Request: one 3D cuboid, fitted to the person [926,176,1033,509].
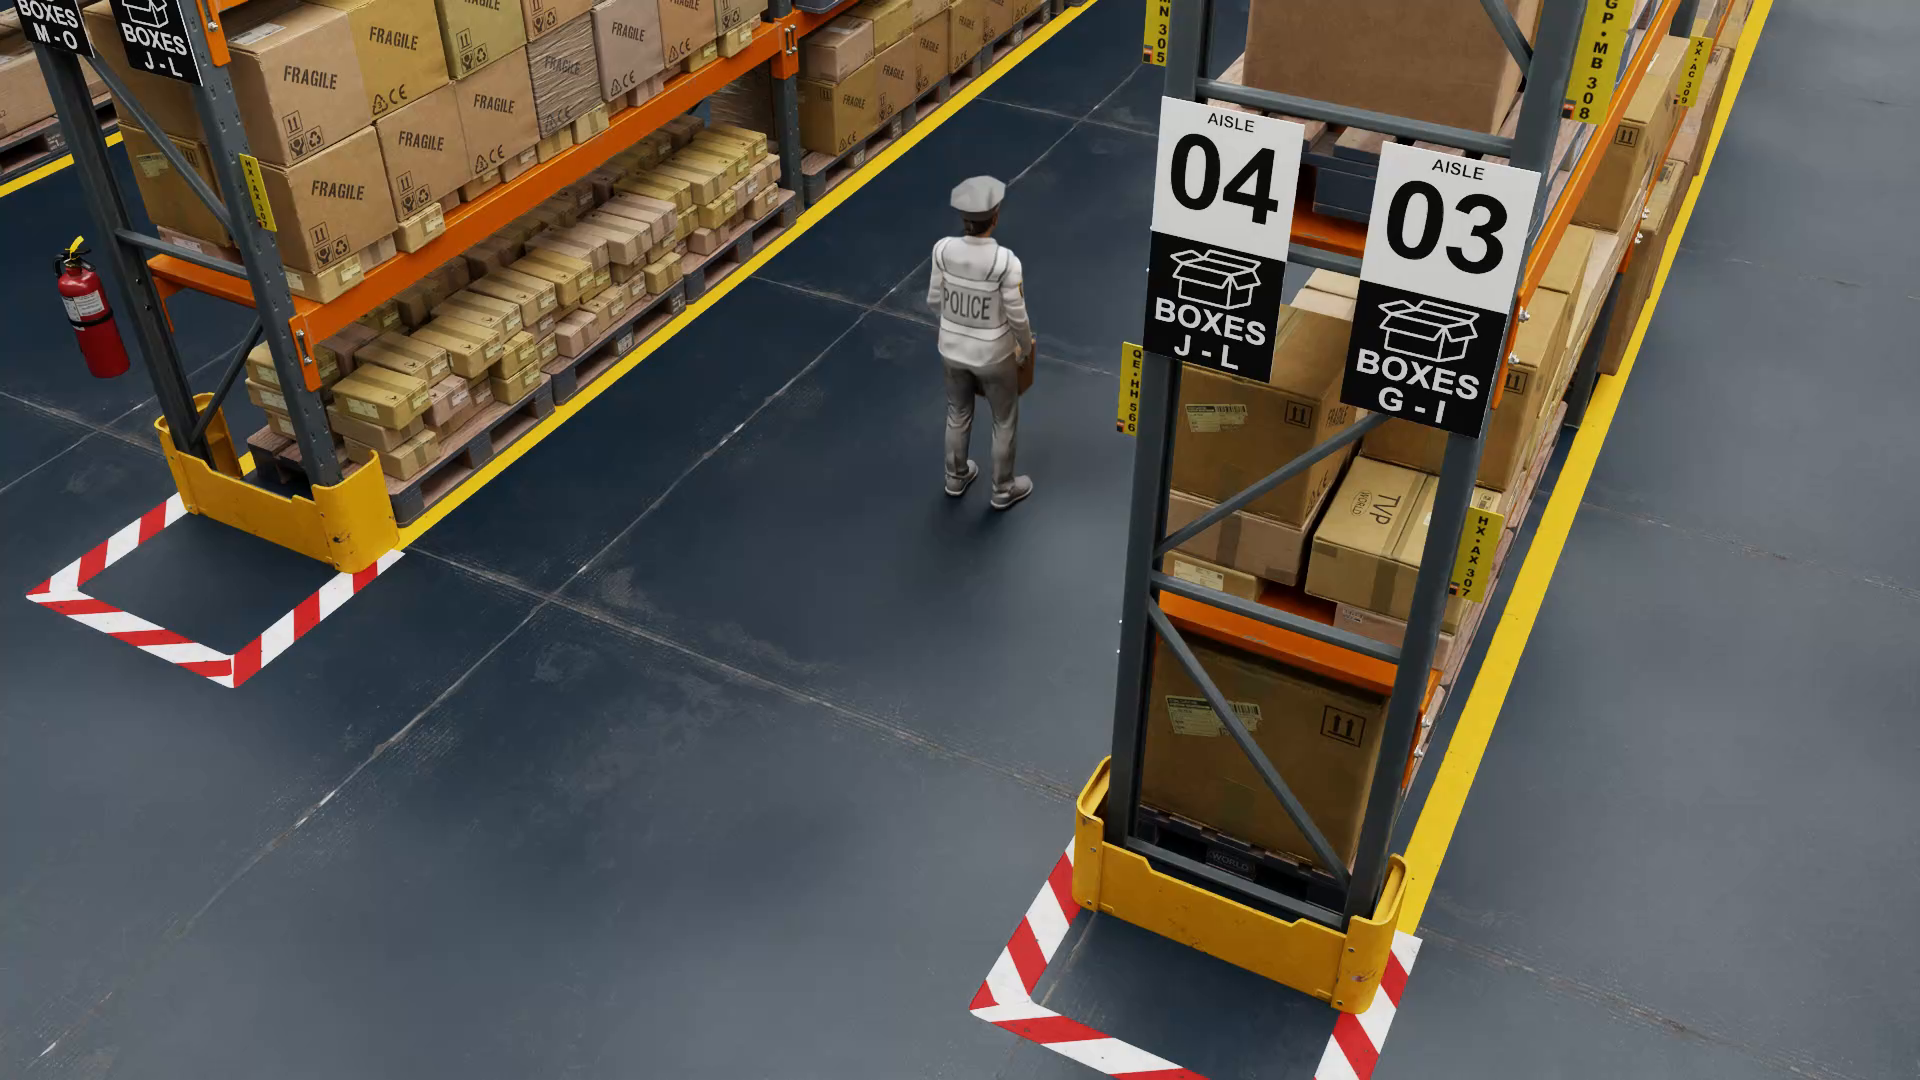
[{"bbox_3d":[0.091,-0.904,7.884,0.506,1.677,0.360,17,41,20],"label":"person"}]
